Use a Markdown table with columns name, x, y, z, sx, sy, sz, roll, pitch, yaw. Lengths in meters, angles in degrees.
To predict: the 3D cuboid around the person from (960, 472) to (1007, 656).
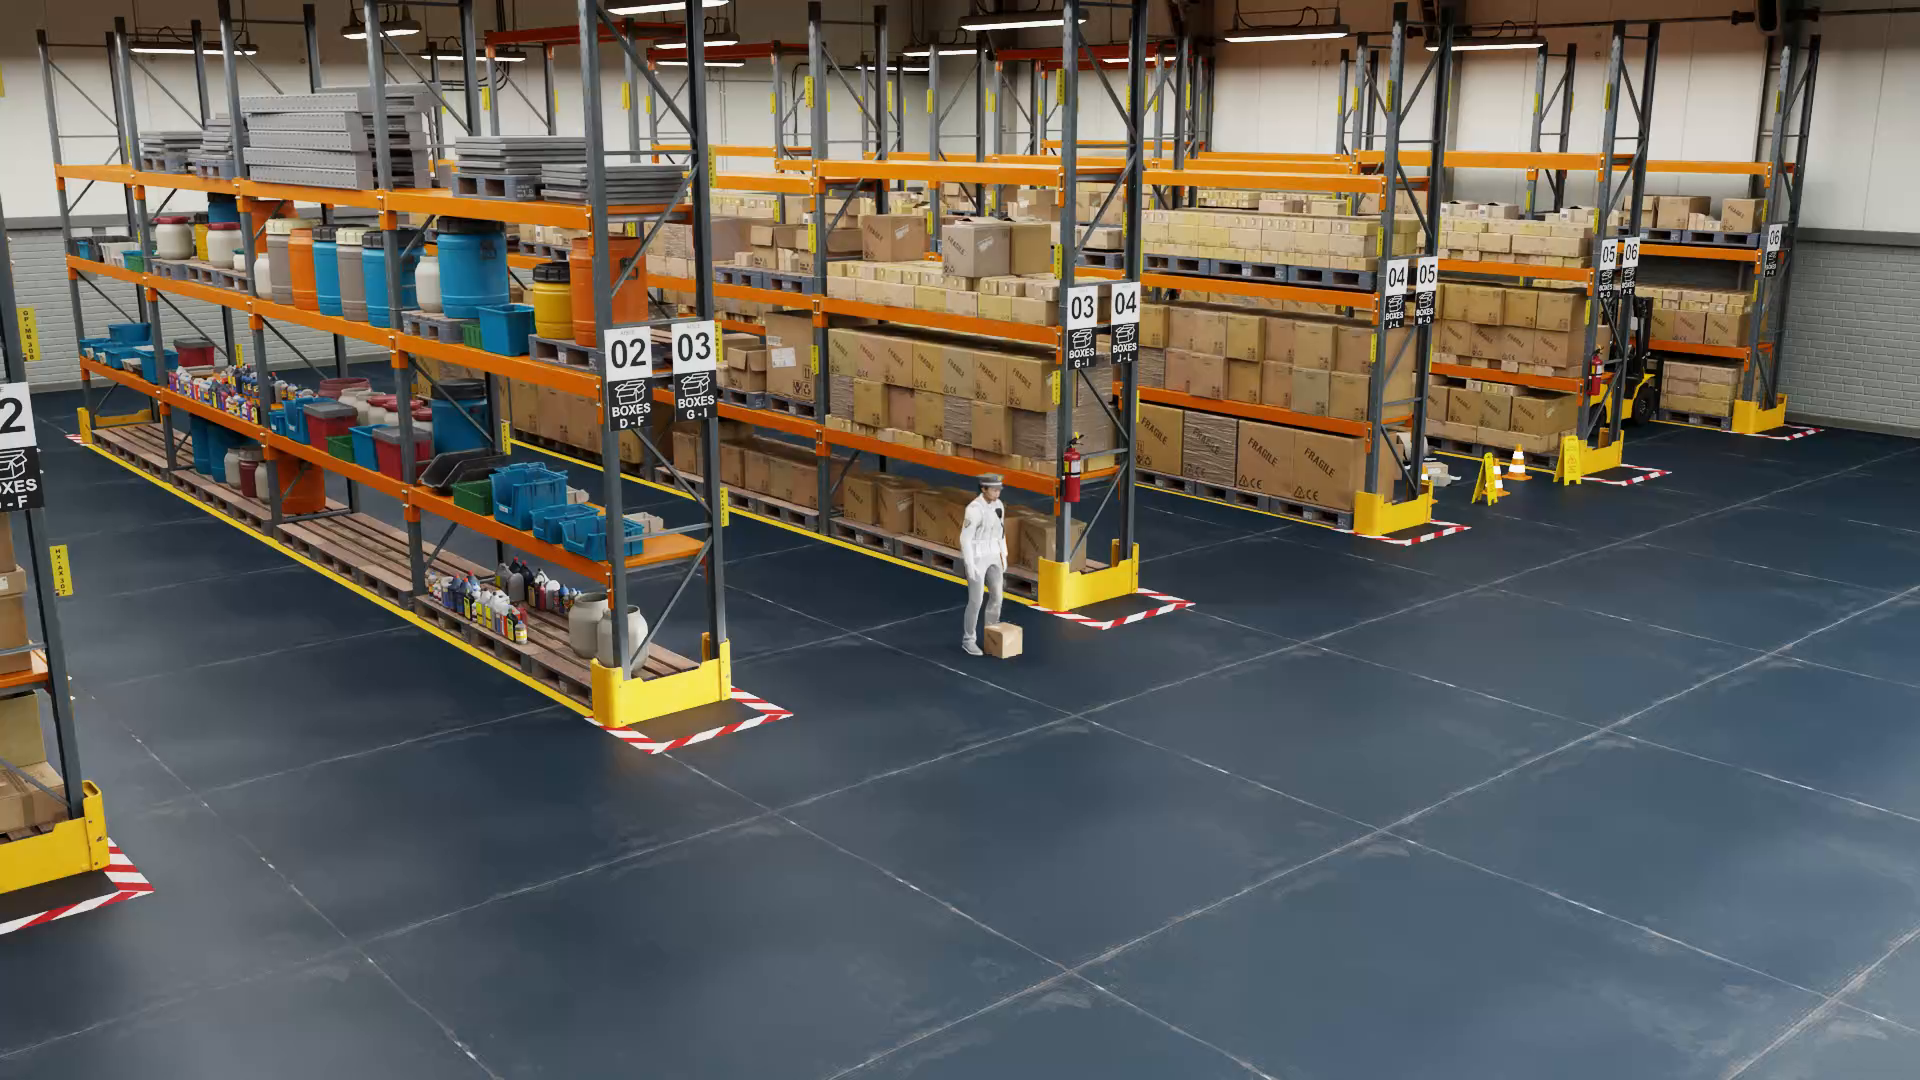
| name | x | y | z | sx | sy | sz | roll | pitch | yaw |
| --- | --- | --- | --- | --- | --- | --- | --- | --- | --- |
| person | 0.242 | 0.197 | 15.219 | 0.518 | 1.663 | 0.413 | -13 | 19 | -41 |
